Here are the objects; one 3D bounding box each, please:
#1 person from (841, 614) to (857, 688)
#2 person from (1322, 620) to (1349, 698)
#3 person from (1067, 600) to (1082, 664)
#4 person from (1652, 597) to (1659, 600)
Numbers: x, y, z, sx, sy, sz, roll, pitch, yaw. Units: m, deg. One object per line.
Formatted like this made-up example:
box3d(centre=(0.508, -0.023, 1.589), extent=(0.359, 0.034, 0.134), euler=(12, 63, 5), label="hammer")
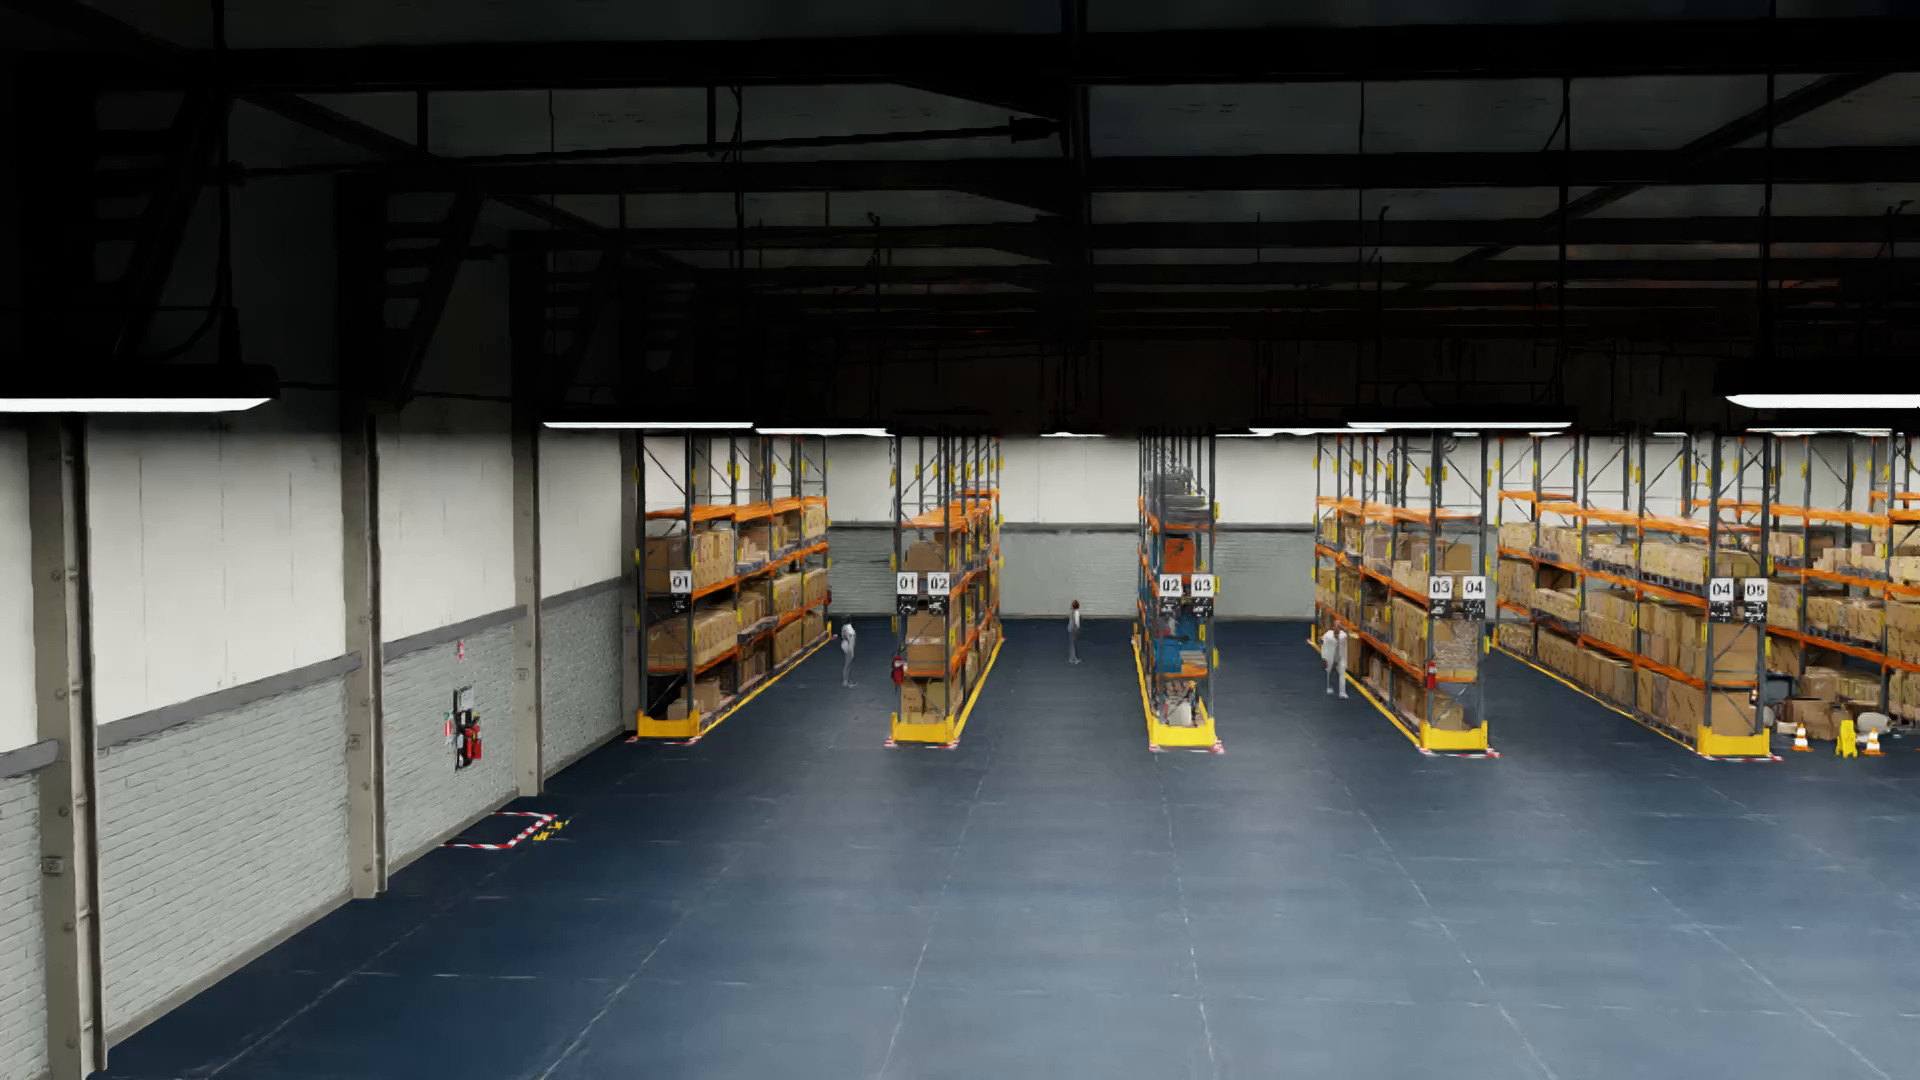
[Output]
box3d(centre=(-2.541, 2.542, 38.329), extent=(0.420, 1.676, 0.534), euler=(-1, 4, -23), label="person")
box3d(centre=(8.322, 2.612, 36.848), extent=(0.598, 1.698, 1.194), euler=(0, 4, 7), label="person")
box3d(centre=(2.952, 2.333, 42.418), extent=(0.419, 1.592, 0.504), euler=(-1, 4, -22), label="person")
box3d(centre=(17.299, 2.299, 41.533), extent=(0.576, 1.764, 0.665), euler=(2, 4, 32), label="person")
